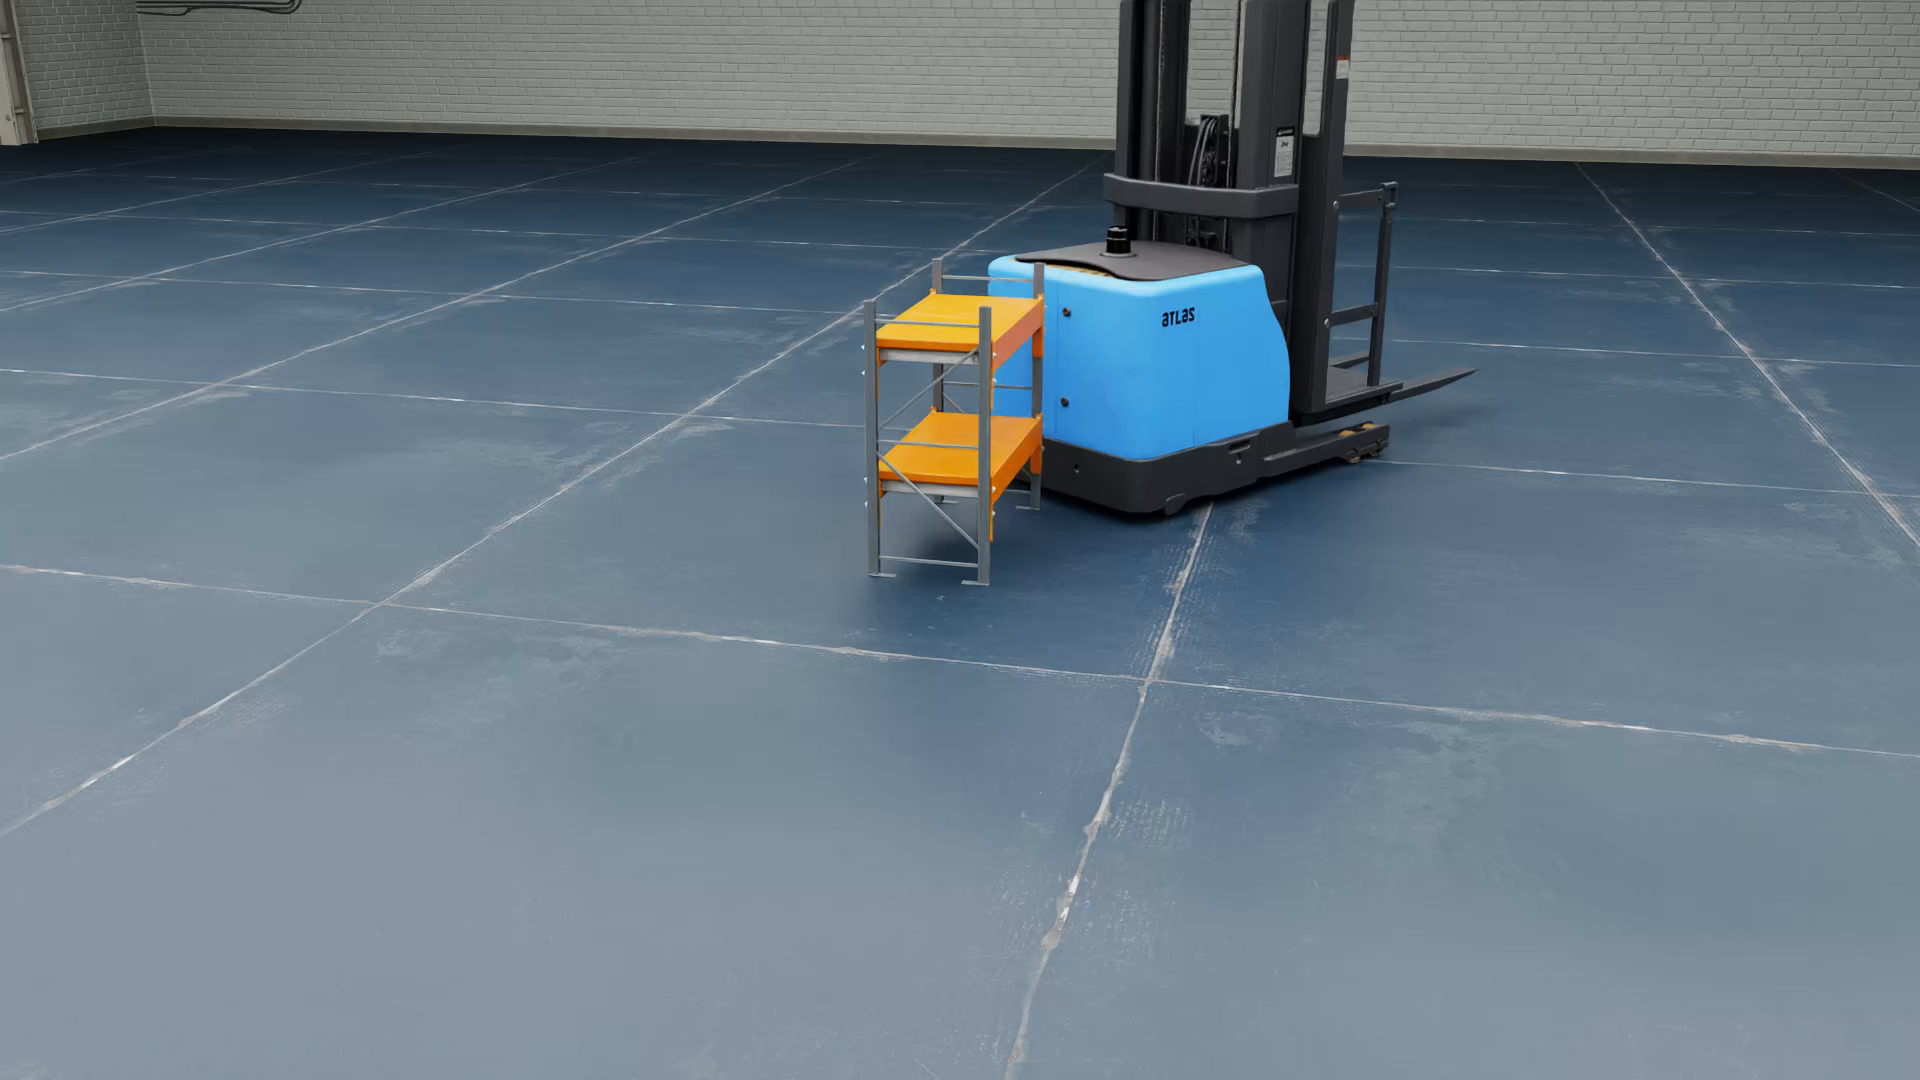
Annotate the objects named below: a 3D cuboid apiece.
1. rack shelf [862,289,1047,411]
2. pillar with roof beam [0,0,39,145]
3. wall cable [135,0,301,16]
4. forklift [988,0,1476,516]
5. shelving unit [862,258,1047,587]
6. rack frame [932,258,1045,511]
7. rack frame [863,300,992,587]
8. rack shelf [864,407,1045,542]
[{"bbox_3d":[-0.002,-0.807,6.905,0.538,0.278,1.000,5,19,13],"label":"rack shelf"},{"bbox_3d":[-9.267,-9.581,21.315,9.100,9.000,0.400,5,19,13],"label":"pillar with roof beam"},{"bbox_3d":[-11.439,-9.270,25.210,3.097,2.526,0.112,5,19,13],"label":"wall cable"},{"bbox_3d":[1.541,-1.878,8.152,3.031,2.935,1.130,-17,25,-40],"label":"forklift"},{"bbox_3d":[-0.002,-0.530,7.000,0.538,1.125,1.048,5,19,13],"label":"shelving unit"},{"bbox_3d":[0.123,-0.690,7.466,0.500,1.125,0.032,5,19,13],"label":"rack frame"},{"bbox_3d":[-0.126,-0.371,6.533,0.500,1.125,0.032,5,19,13],"label":"rack frame"},{"bbox_3d":[-0.002,-0.299,7.079,0.538,0.278,1.000,5,19,13],"label":"rack shelf"}]
